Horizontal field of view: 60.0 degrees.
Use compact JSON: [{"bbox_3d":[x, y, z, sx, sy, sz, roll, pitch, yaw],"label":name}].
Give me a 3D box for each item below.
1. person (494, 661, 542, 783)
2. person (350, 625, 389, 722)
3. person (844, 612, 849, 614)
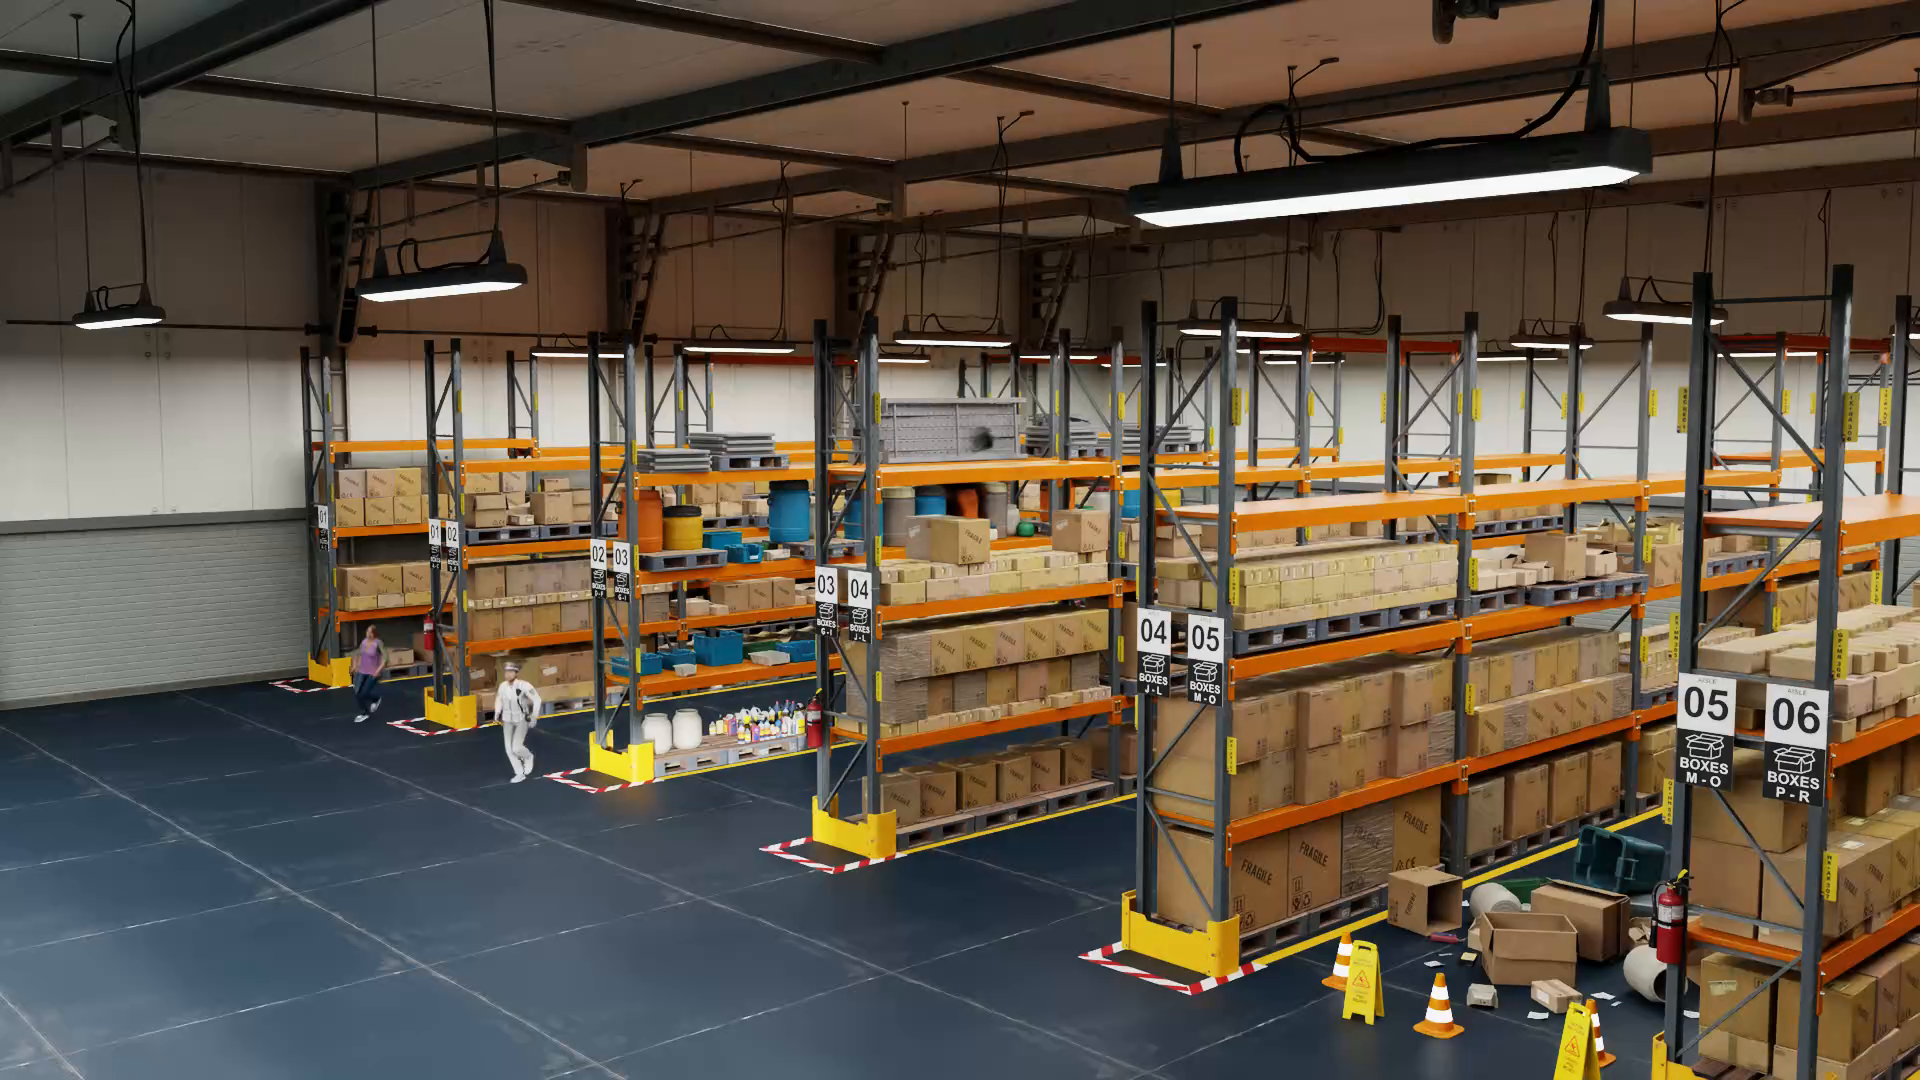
[{"bbox_3d":[-5.887,2.407,21.975,0.615,1.640,0.556,1,5,13],"label":"person"},{"bbox_3d":[-9.303,2.103,26.280,0.588,1.548,0.506,2,5,18],"label":"person"},{"bbox_3d":[-1.690,1.543,28.499,0.556,1.694,0.816,4,6,39],"label":"person"}]
